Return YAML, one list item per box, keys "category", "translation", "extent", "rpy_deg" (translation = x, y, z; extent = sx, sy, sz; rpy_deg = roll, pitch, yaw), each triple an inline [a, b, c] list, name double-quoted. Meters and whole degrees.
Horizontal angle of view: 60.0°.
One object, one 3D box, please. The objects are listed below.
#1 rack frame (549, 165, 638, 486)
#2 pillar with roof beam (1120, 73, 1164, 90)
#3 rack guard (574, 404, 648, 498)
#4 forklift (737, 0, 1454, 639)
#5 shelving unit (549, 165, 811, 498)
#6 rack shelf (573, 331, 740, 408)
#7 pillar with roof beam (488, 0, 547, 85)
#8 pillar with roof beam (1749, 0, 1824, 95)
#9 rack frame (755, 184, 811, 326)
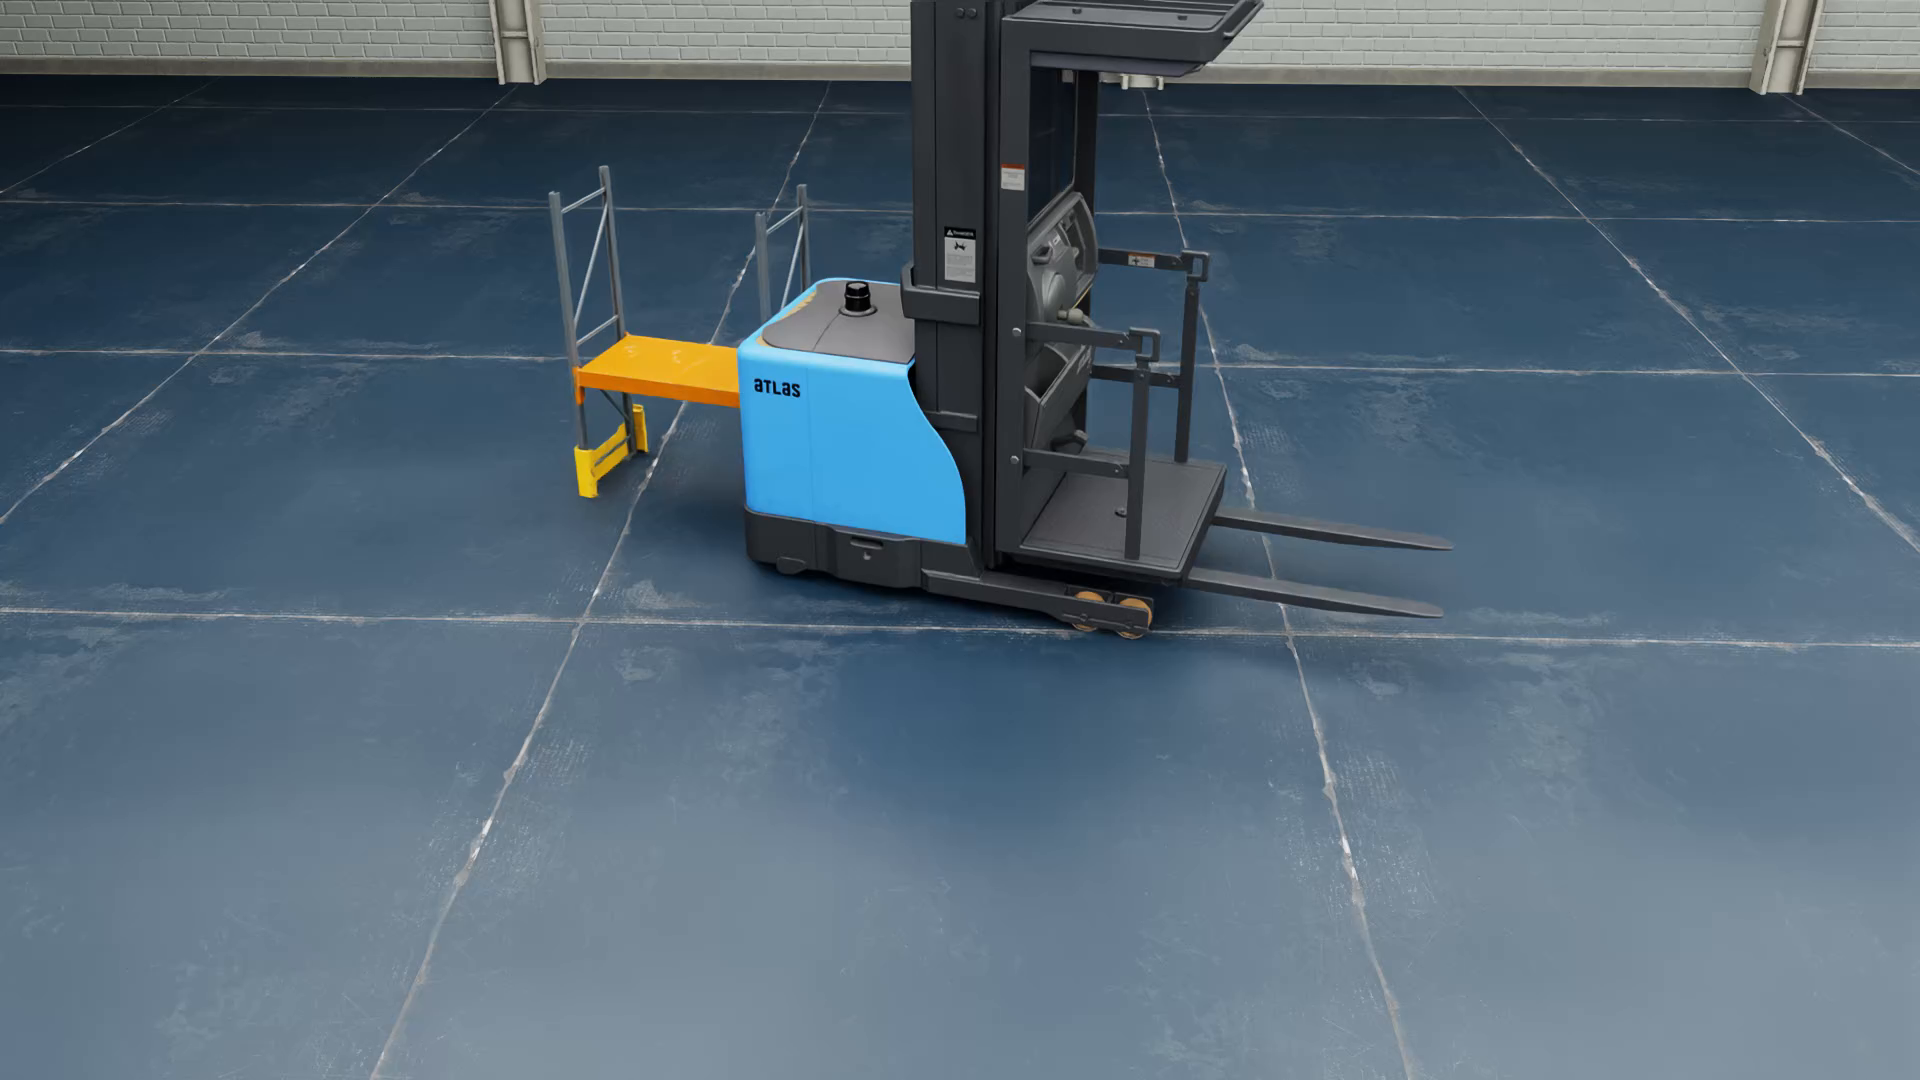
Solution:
- category: "rack frame"
  translation: [-1.762, -1.007, 8.048]
  extent: [0.032, 1.500, 0.500]
  rpy_deg: [9, 29, 16]
- category: "pillar with roof beam"
  translation: [1.595, -6.330, 10.084]
  extent: [0.400, 9.000, 9.100]
  rpy_deg: [1, 28, 2]
- category: "rack guard"
  translation: [-1.743, -0.452, 8.336]
  extent: [0.087, 0.250, 0.587]
  rpy_deg: [9, 29, 16]
- category: "forklift"
  translation: [0.612, -1.161, 6.810]
  extent: [3.031, 2.935, 1.130]
  rpy_deg: [9, 29, 16]
- category: "shelving unit"
  translation: [-1.270, -0.931, 7.904]
  extent: [1.083, 1.500, 0.587]
  rpy_deg: [9, 29, 16]
- category: "rack shelf"
  translation: [-1.279, -0.773, 7.991]
  extent: [1.000, 0.185, 0.538]
  rpy_deg: [9, 29, 16]
- category: "pillar with roof beam"
  translation: [-4.401, -6.429, 10.271]
  extent: [0.400, 9.000, 9.100]
  rpy_deg: [1, 28, 2]
- category: "pillar with roof beam"
  translation: [7.592, -6.231, 9.897]
  extent: [0.400, 9.000, 9.100]
  rpy_deg: [1, 28, 2]
- category: "rack frame"
  translation: [-0.797, -0.857, 7.765]
  extent: [0.032, 1.500, 0.500]
  rpy_deg: [9, 29, 16]
